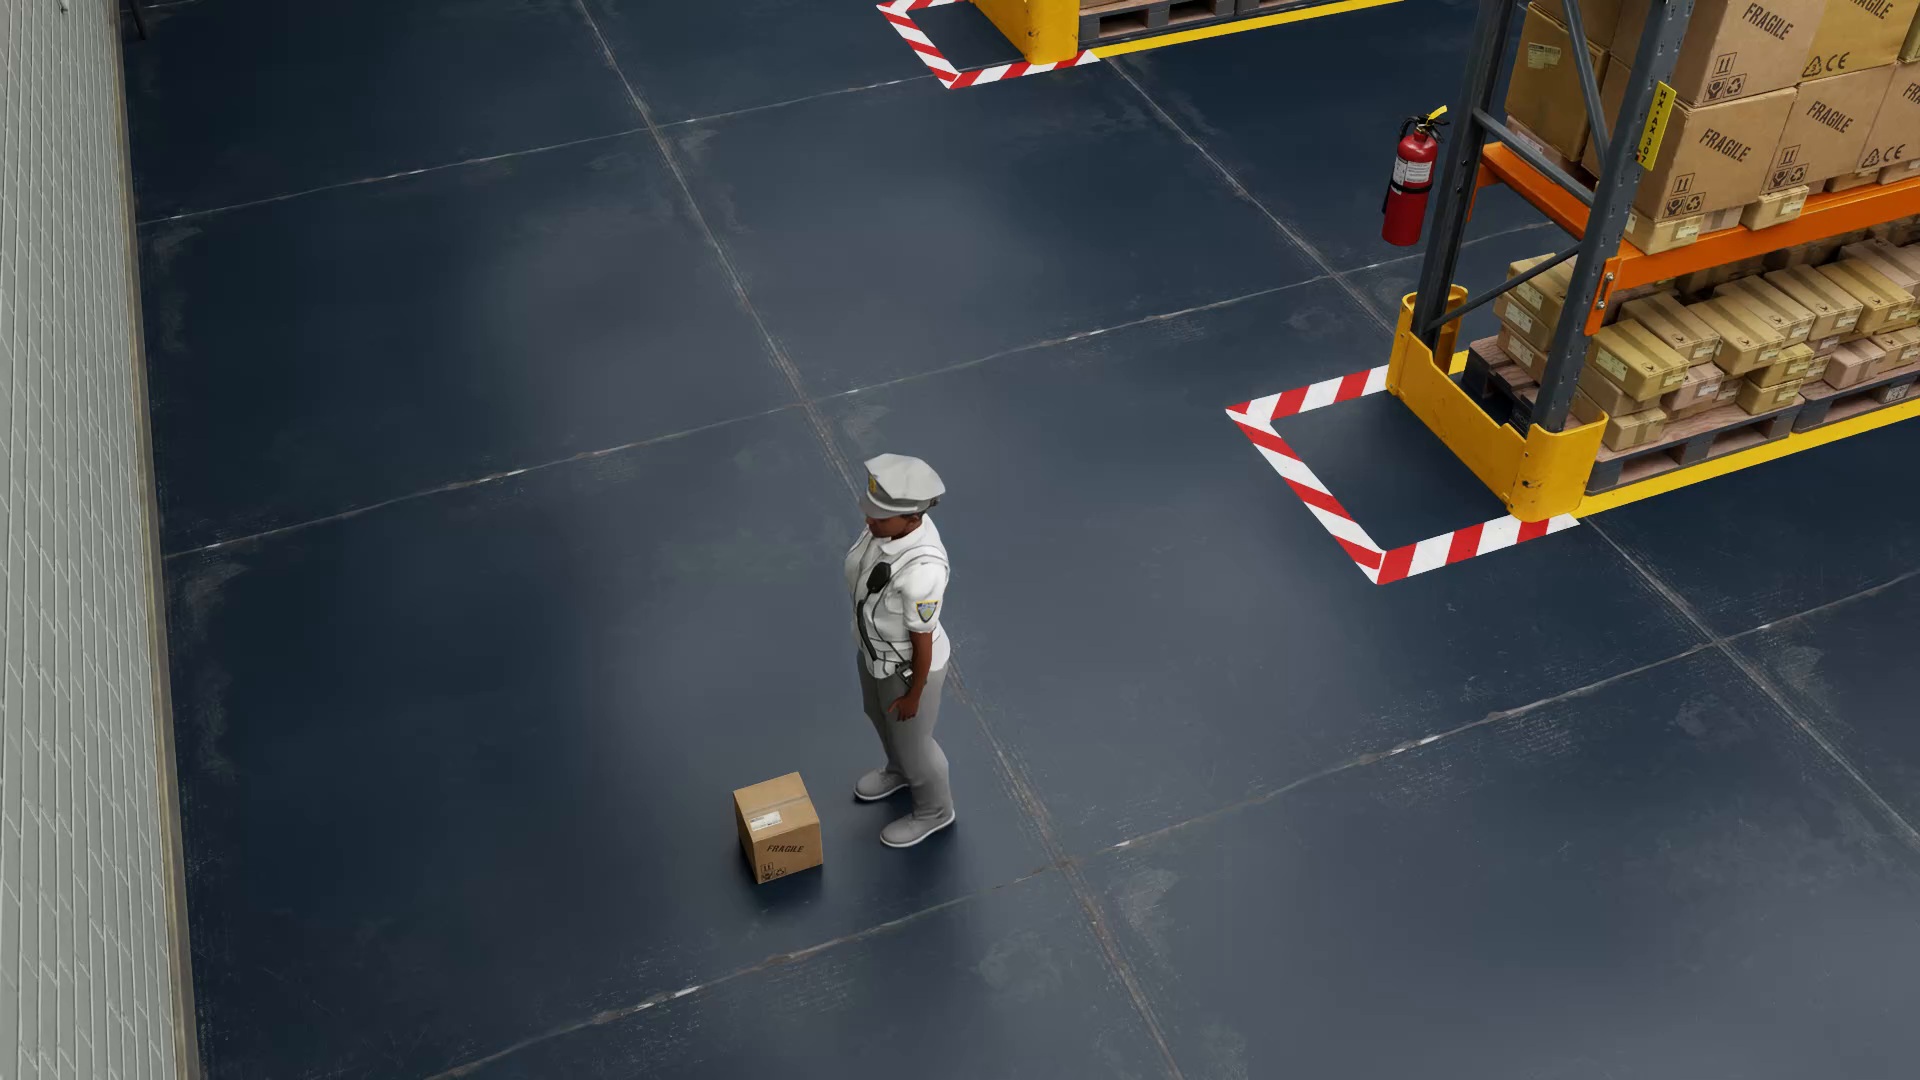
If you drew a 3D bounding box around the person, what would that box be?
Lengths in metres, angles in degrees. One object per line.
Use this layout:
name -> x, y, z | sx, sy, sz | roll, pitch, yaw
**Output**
person -> -0.197, 0.412, 5.715 | 0.336, 1.654, 0.441 | -15, 44, -16
